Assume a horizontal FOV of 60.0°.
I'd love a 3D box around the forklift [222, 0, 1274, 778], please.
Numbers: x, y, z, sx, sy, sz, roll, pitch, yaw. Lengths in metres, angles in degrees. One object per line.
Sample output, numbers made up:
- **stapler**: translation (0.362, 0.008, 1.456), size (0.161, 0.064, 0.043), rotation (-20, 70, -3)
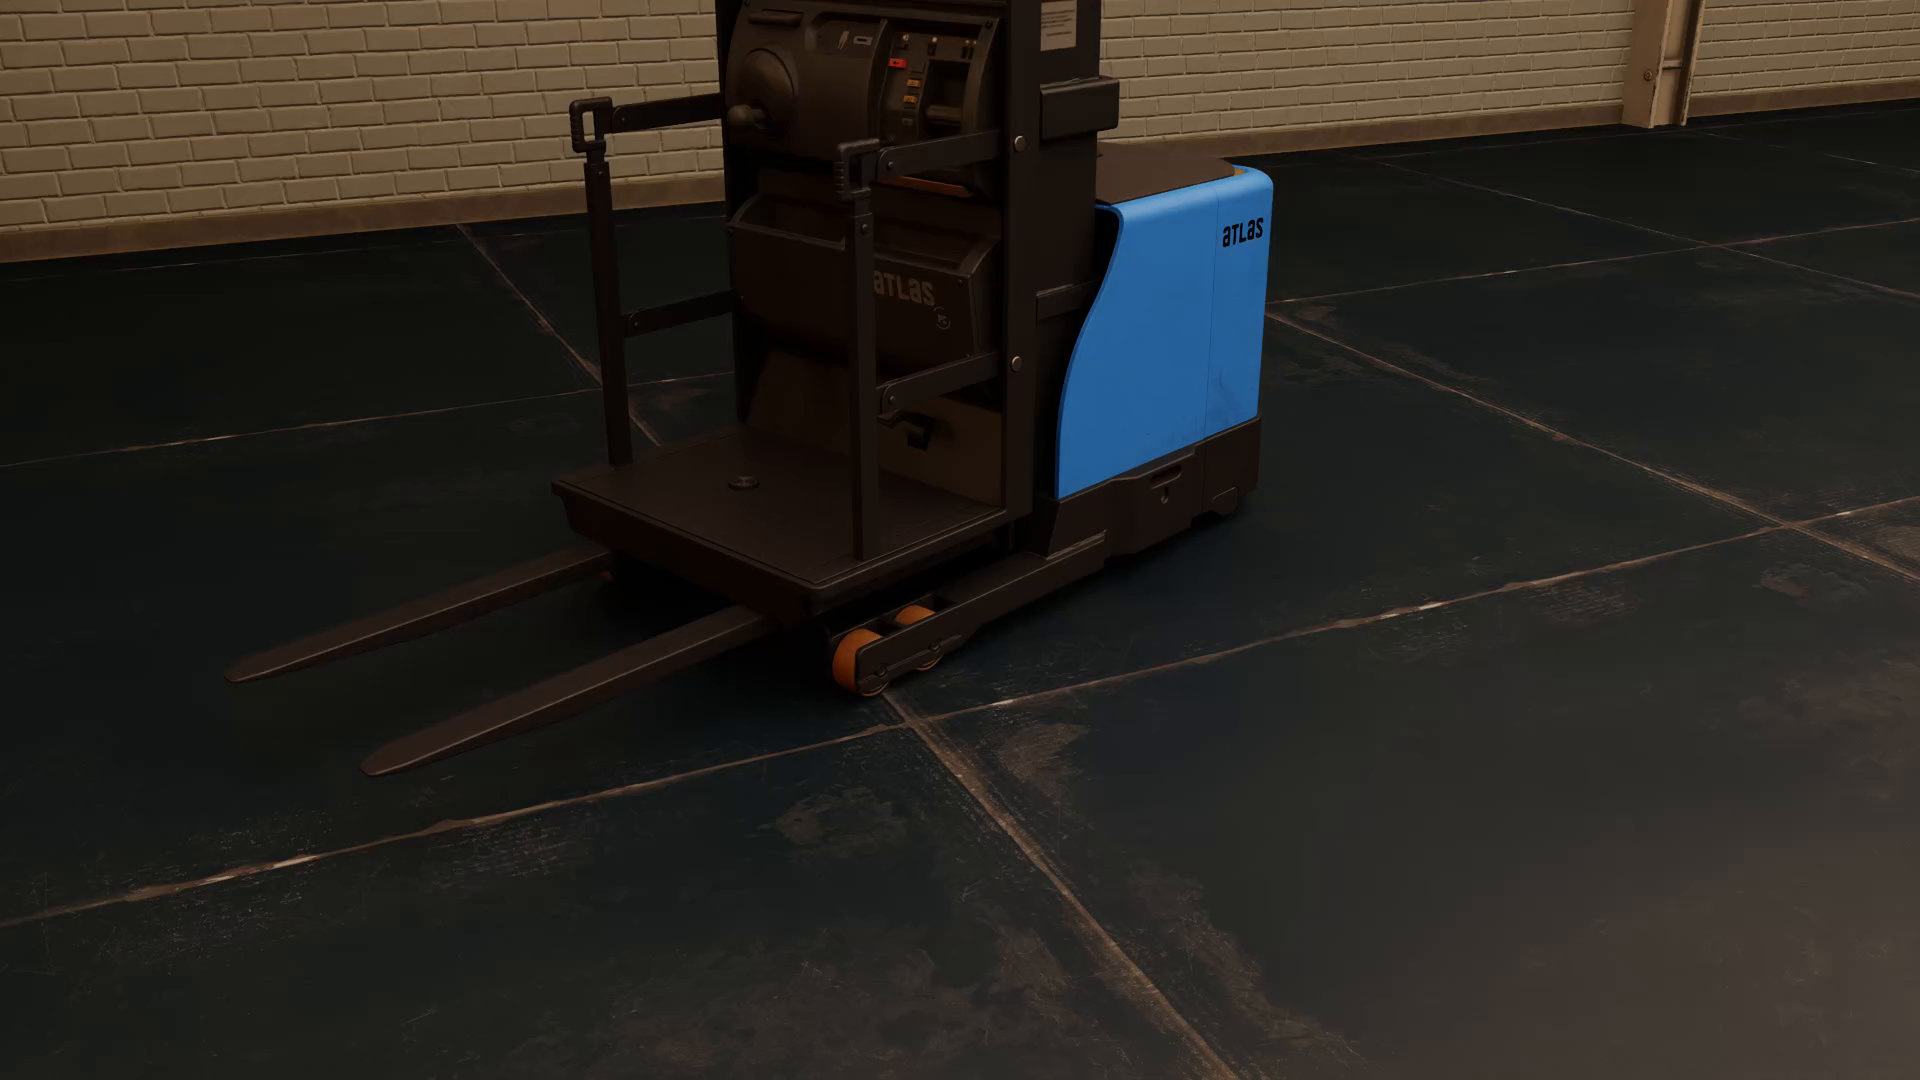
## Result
- **forklift**: translation (-0.413, -1.182, 4.131), size (1.130, 2.935, 3.031), rotation (19, 29, 39)
